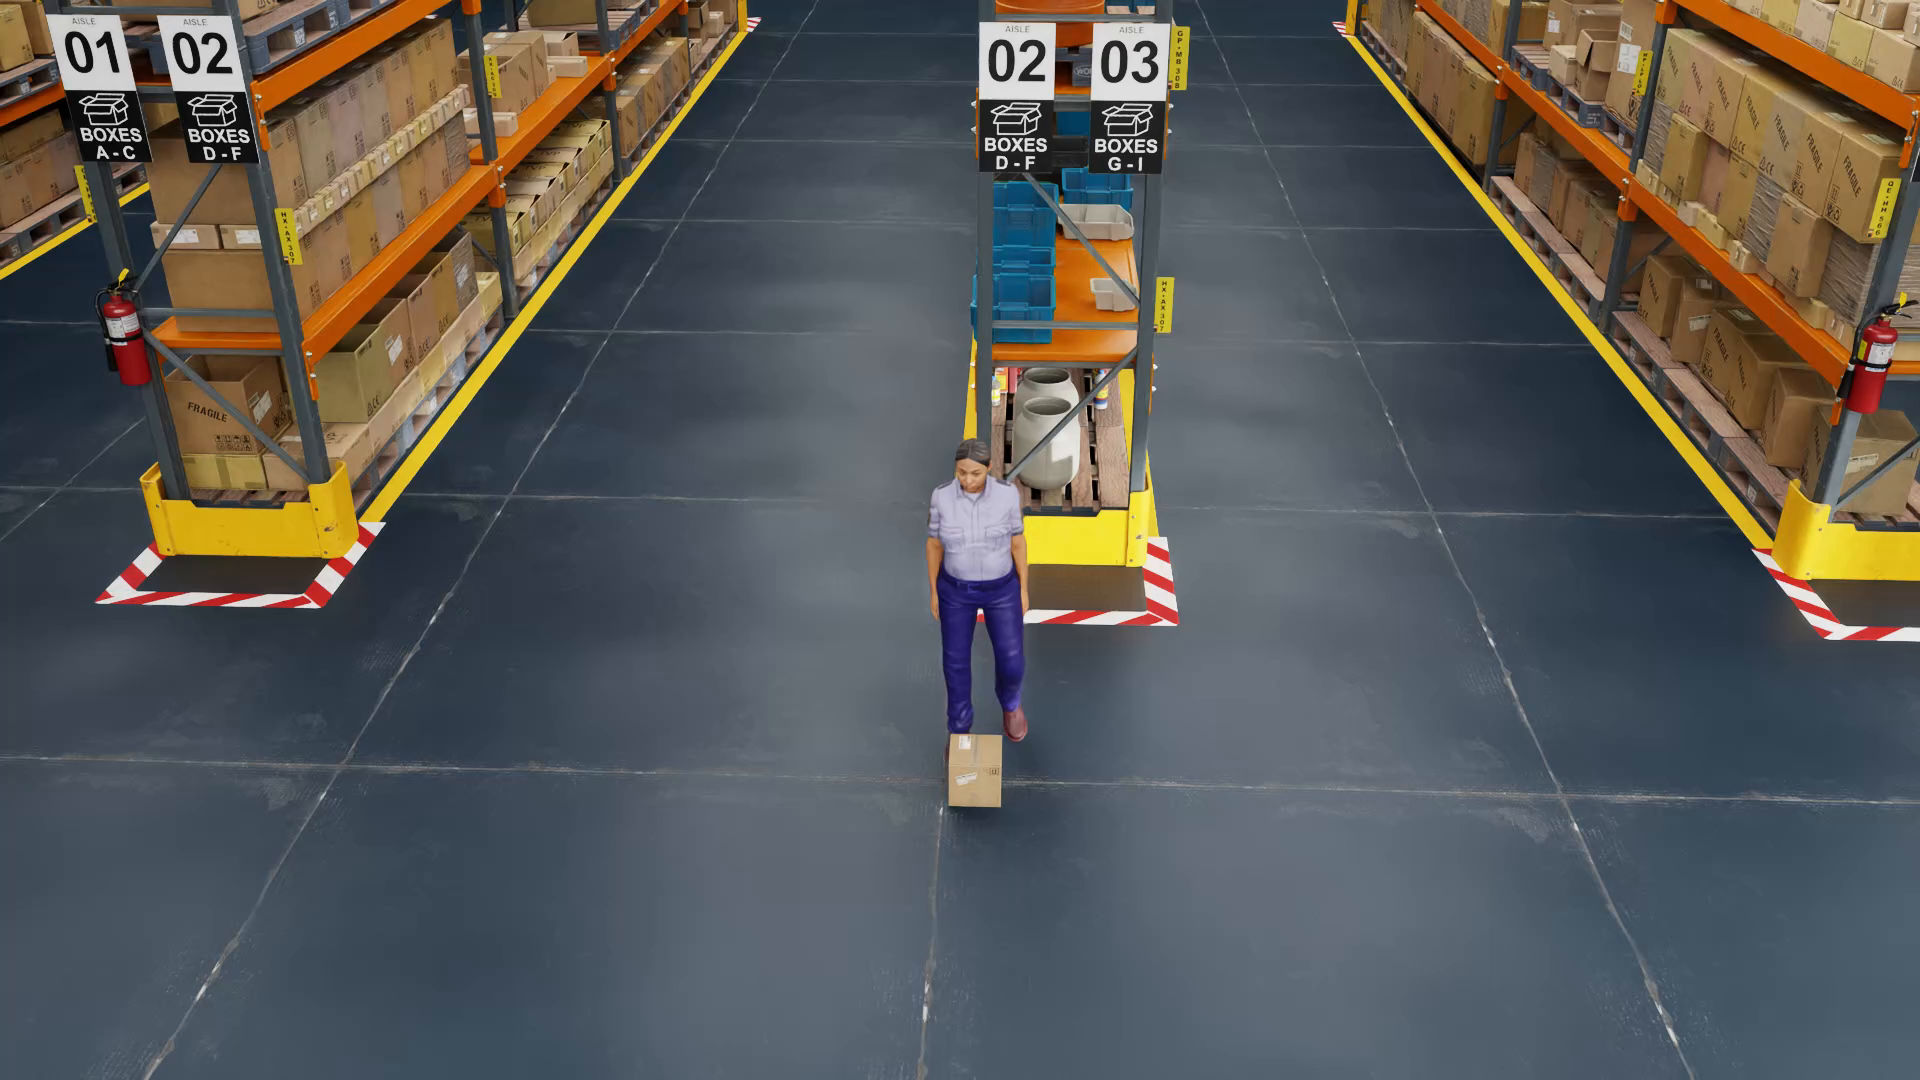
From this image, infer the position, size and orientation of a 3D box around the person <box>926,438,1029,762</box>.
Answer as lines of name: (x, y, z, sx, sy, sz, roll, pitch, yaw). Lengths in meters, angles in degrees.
person: (0.087, 0.300, 8.077, 0.511, 1.658, 0.476, 1, 28, 2)
